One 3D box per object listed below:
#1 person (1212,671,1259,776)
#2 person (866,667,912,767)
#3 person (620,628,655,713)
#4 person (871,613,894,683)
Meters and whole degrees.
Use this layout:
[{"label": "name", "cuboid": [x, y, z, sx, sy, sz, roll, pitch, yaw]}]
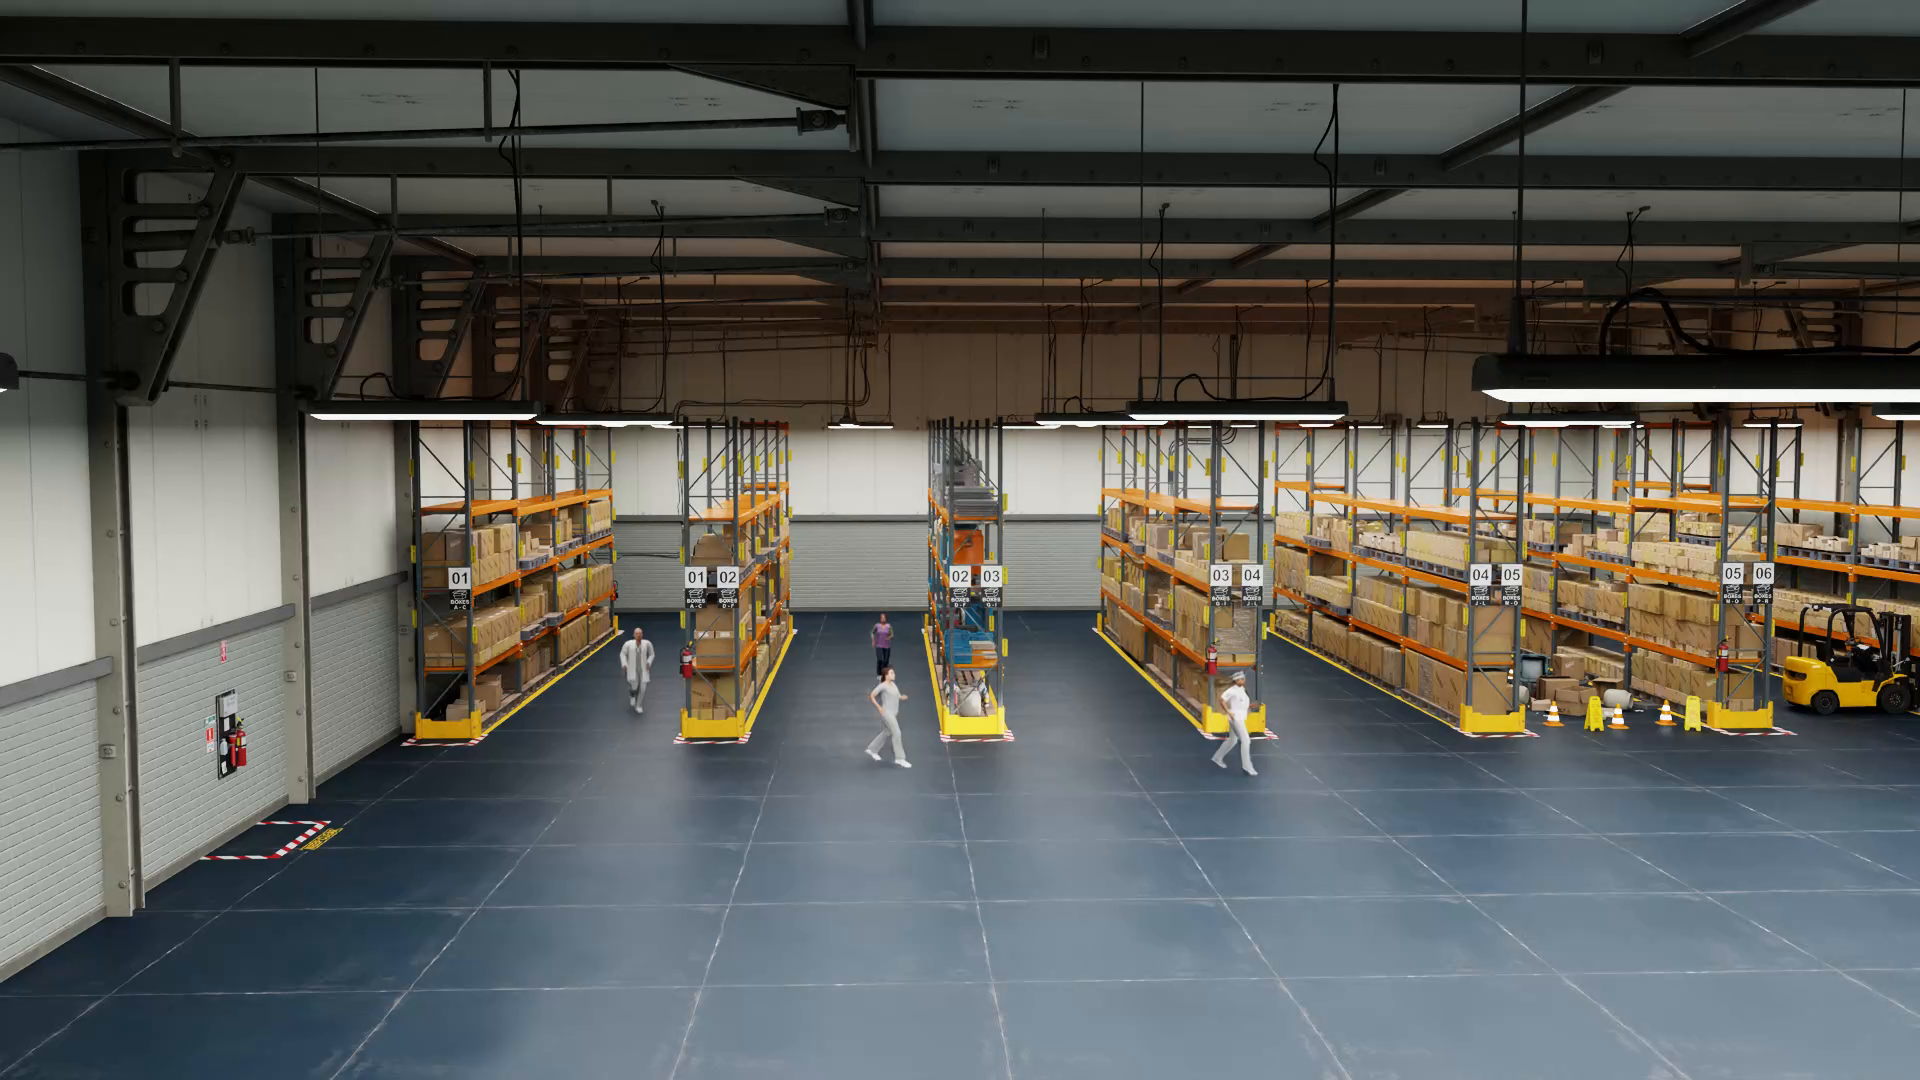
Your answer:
[{"label": "person", "cuboid": [4.625, 3.055, 27.915, 0.824, 1.751, 0.565, 2, 4, 22]}, {"label": "person", "cuboid": [-1.221, 3.007, 28.458, 0.919, 1.685, 0.553, 2, 4, 23]}, {"label": "person", "cuboid": [-6.555, 2.654, 33.857, 0.696, 1.726, 0.671, -1, 4, -16]}, {"label": "person", "cuboid": [-1.758, 2.457, 37.766, 0.508, 1.587, 0.657, -1, 4, -8]}]
